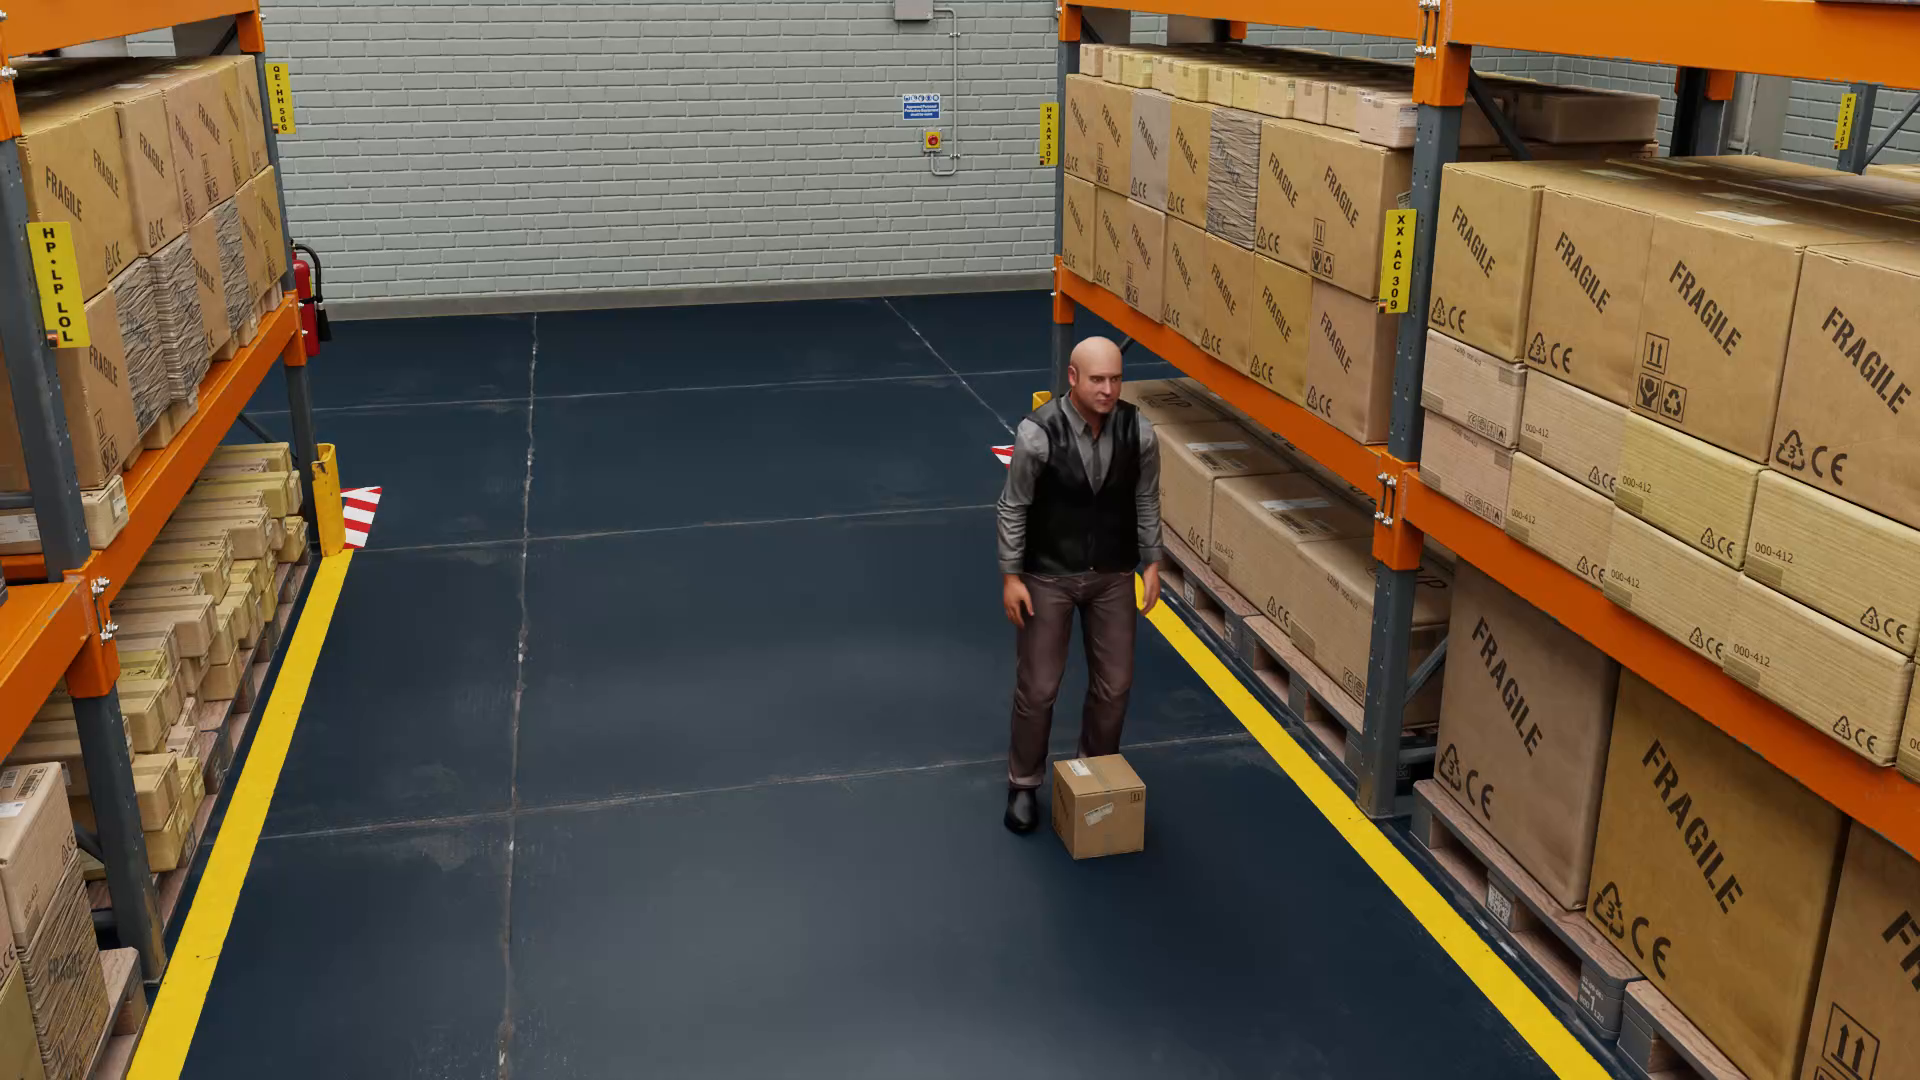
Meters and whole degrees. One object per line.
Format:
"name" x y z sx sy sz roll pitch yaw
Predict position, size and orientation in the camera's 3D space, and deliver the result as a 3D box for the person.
"person" 0.413 0.139 5.711 0.588 1.721 0.365 -5 20 -14
